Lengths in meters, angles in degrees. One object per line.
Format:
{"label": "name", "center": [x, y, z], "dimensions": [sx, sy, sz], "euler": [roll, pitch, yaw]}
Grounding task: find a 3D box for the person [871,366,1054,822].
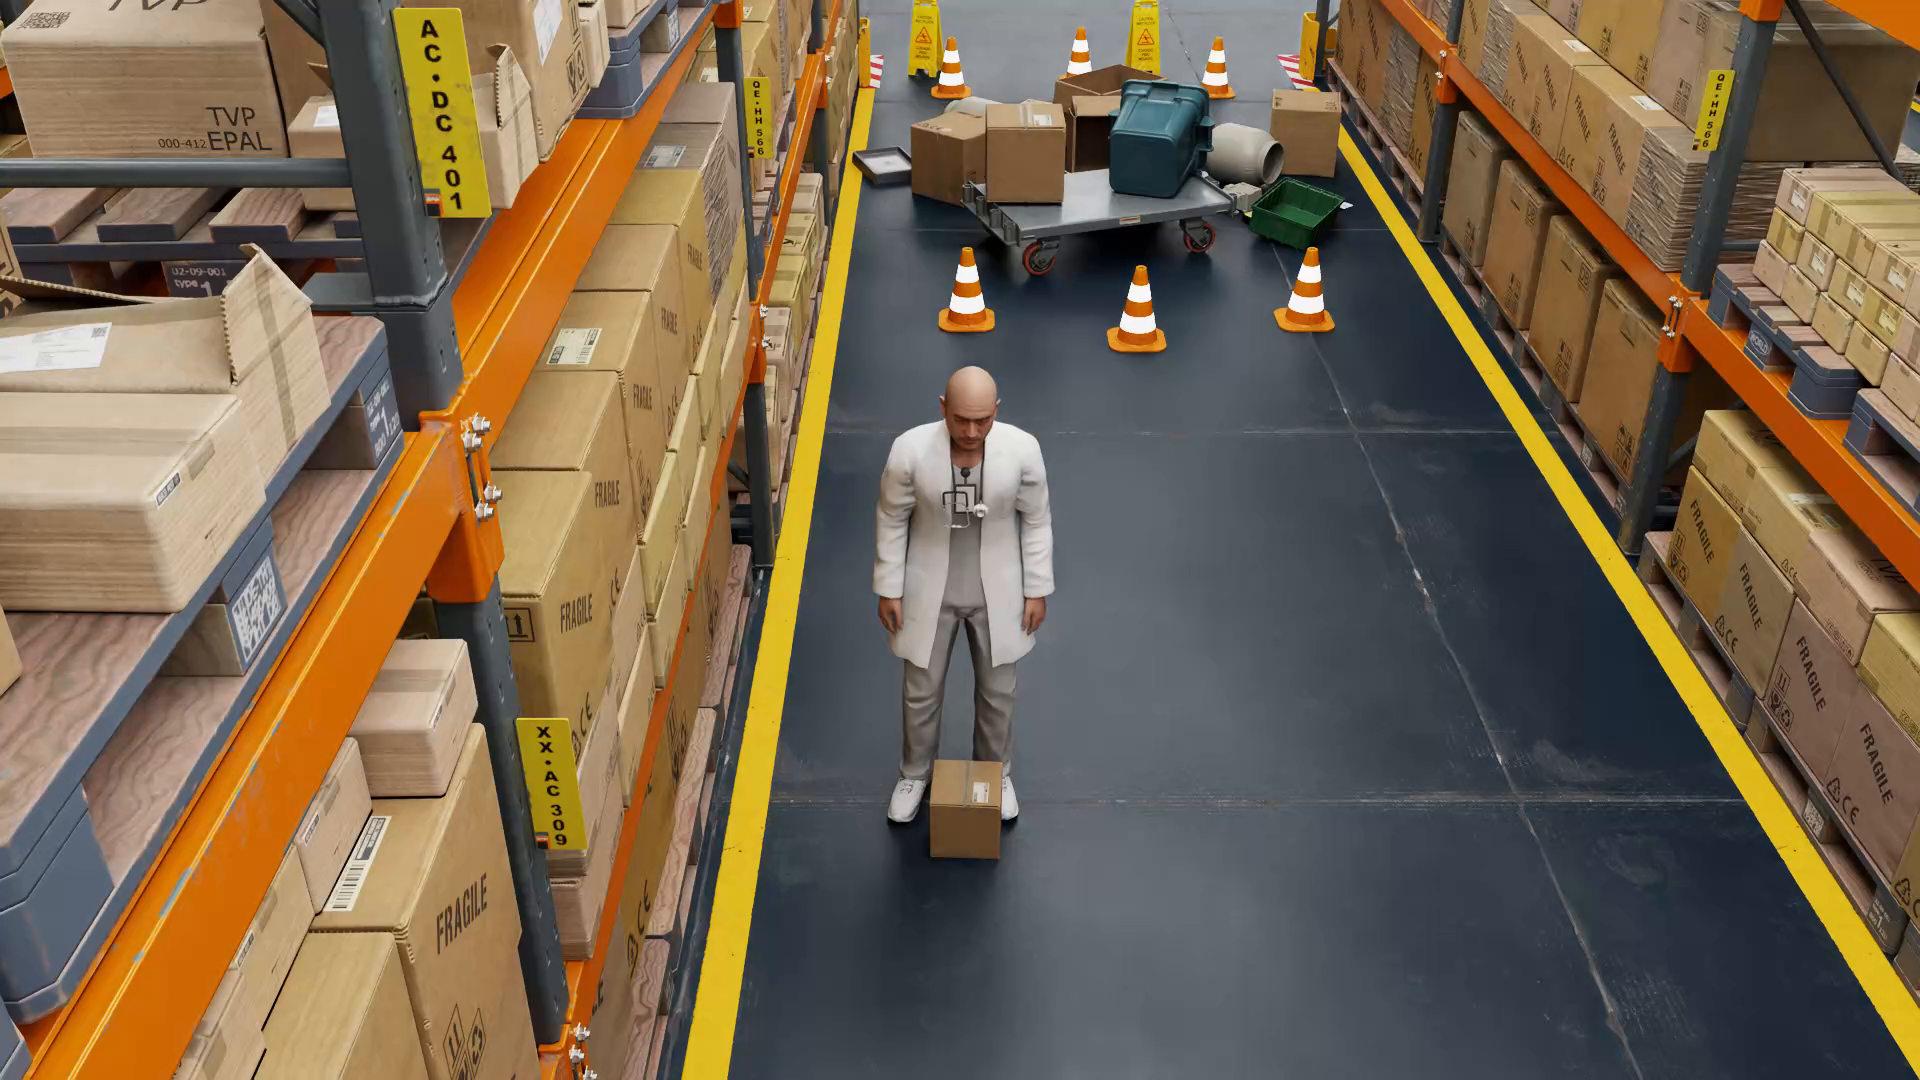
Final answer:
{"label": "person", "center": [0.010, 0.190, 5.835], "dimensions": [0.640, 1.773, 0.424], "euler": [-1, 31, -1]}
